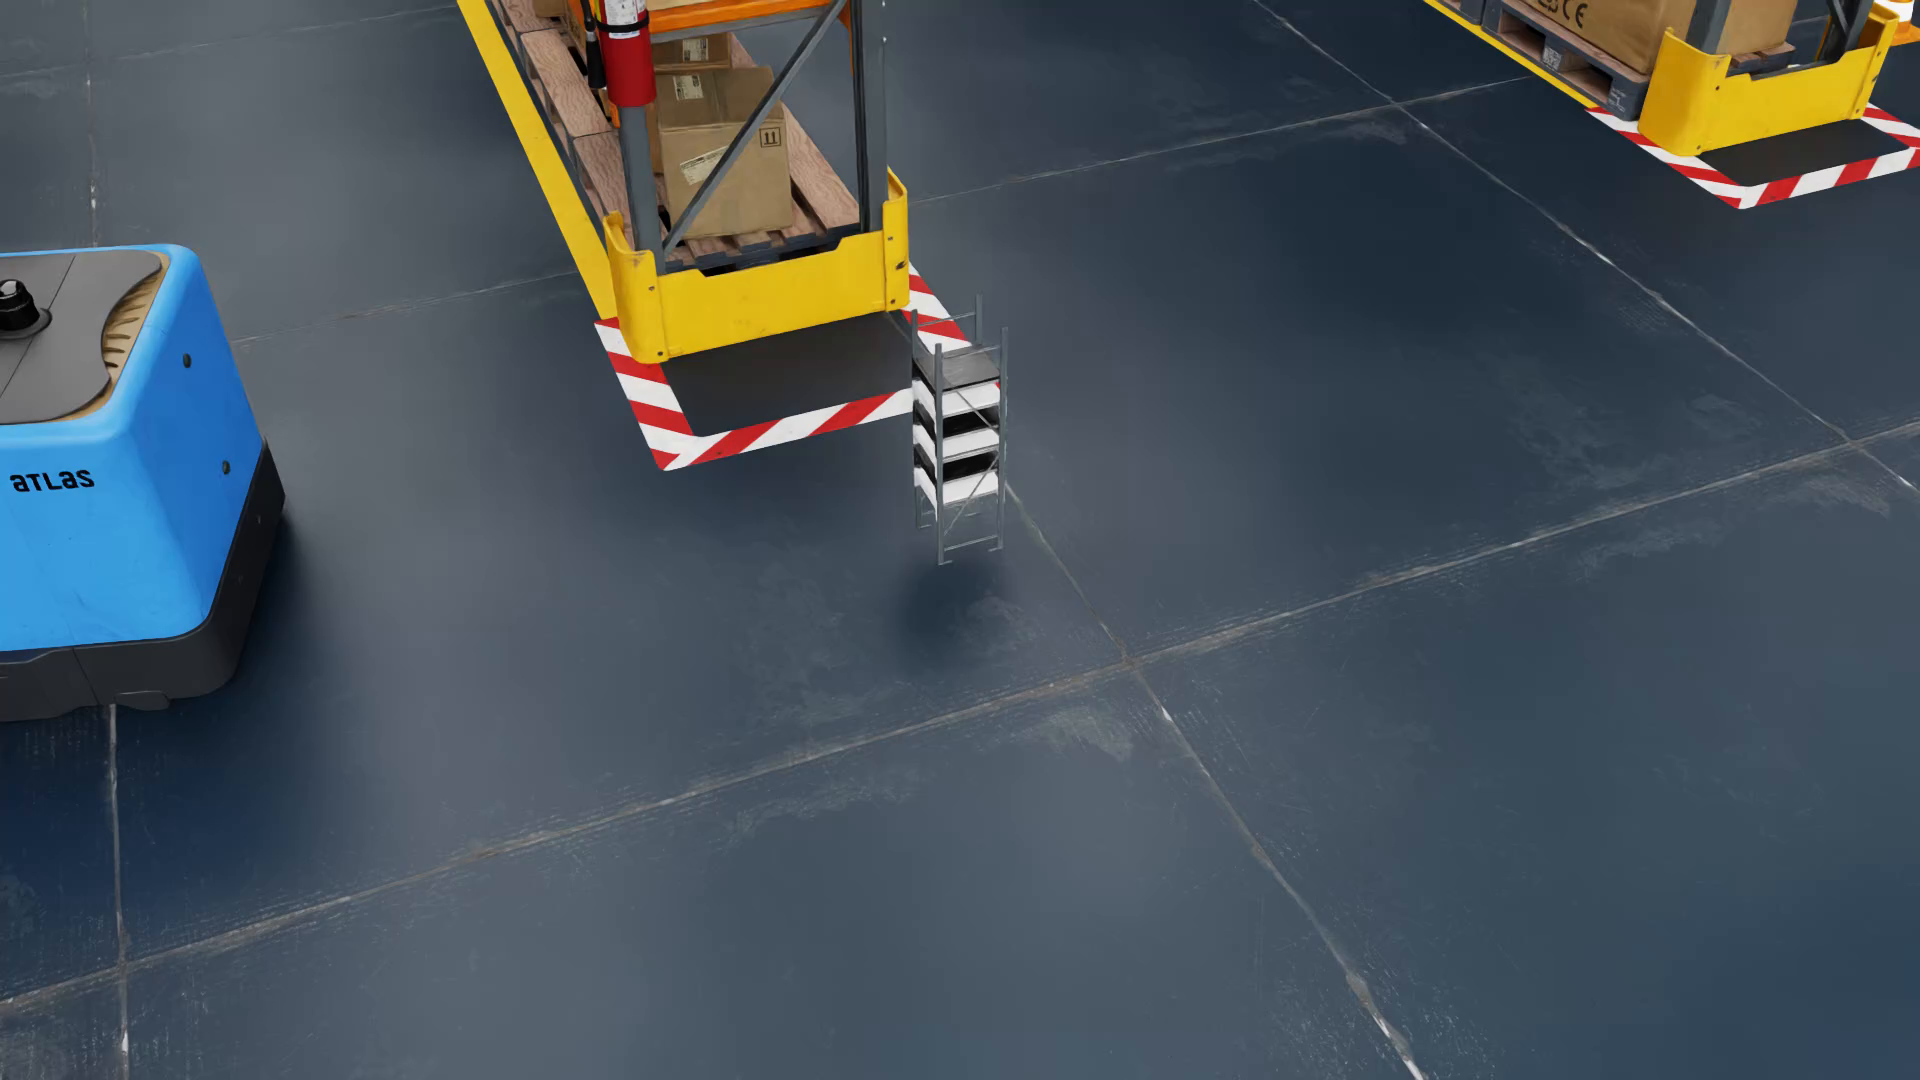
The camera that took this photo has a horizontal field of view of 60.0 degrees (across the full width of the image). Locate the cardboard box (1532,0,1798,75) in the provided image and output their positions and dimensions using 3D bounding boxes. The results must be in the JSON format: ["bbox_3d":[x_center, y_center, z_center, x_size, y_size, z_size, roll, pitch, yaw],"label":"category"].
[{"bbox_3d":[3.535,-2.943,8.179,0.875,0.875,0.875,-15,43,-17],"label":"cardboard box"}]

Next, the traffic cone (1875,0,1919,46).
[{"bbox_3d":[4.965,-2.909,8.778,0.336,0.463,0.334,-15,43,-17],"label":"traffic cone"}]

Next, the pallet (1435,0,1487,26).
[{"bbox_3d":[3.015,-3.336,9.467,1.003,0.211,1.213,-15,43,-17],"label":"pallet"}]

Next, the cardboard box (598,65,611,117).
[{"bbox_3d":[-1.471,-2.346,7.772,0.500,0.500,0.500,-11,42,-13],"label":"cardboard box"}]

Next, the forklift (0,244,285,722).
[{"bbox_3d":[-3.806,-0.803,4.436,3.031,2.935,1.130,-5,41,-5],"label":"forklift"}]

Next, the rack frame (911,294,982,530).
[{"bbox_3d":[-0.042,-0.407,5.534,0.240,0.900,0.006,-15,43,-17],"label":"rack frame"}]

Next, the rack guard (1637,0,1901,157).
[{"bbox_3d":[3.865,-2.235,7.966,1.175,0.500,0.348,-15,43,-17],"label":"rack guard"}]

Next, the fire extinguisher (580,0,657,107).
[{"bbox_3d":[-1.147,-1.807,5.611,0.296,0.674,0.183,-15,43,-17],"label":"fire extinguisher"}]

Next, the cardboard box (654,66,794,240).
[{"bbox_3d":[-0.989,-1.612,6.920,0.500,0.500,0.500,-8,41,-9],"label":"cardboard box"}]

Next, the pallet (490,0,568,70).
[{"bbox_3d":[-2.006,-2.977,9.050,1.003,0.211,1.213,-15,43,-17],"label":"pallet"}]

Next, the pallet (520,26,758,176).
[{"bbox_3d":[-1.535,-2.241,8.194,1.003,0.211,1.213,-15,43,-17],"label":"pallet"}]

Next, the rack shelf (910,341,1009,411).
[{"bbox_3d":[-0.003,-0.526,5.308,0.258,0.077,0.200,-15,43,-17],"label":"rack shelf"}]

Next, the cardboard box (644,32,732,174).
[{"bbox_3d":[-1.249,-1.964,7.328,0.500,0.500,0.500,-5,41,-6],"label":"cardboard box"}]

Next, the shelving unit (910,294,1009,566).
[{"bbox_3d":[-0.003,-0.346,5.462,0.258,0.900,0.210,-15,43,-17],"label":"shelving unit"}]

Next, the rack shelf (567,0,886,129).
[{"bbox_3d":[-1.530,-2.953,7.435,1.077,0.370,4.000,-15,43,-17],"label":"rack shelf"}]

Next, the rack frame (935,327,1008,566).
[{"bbox_3d":[0.036,-0.285,5.391,0.240,0.900,0.006,-15,43,-17],"label":"rack frame"}]

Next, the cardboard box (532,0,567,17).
[{"bbox_3d":[-1.953,-3.048,8.589,0.500,0.500,0.500,-3,41,-3],"label":"cardboard box"}]

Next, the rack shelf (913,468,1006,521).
[{"bbox_3d":[-0.003,-0.184,5.601,0.258,0.077,0.200,-15,43,-17],"label":"rack shelf"}]

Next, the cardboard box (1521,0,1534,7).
[{"bbox_3d":[3.197,-3.472,8.795,0.875,0.875,0.875,-16,43,-18],"label":"cardboard box"}]

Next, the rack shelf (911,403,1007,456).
[{"bbox_3d":[-0.003,-0.389,5.425,0.258,0.077,0.200,-15,43,-17],"label":"rack shelf"}]

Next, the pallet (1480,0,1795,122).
[{"bbox_3d":[3.478,-2.602,8.614,1.003,0.211,1.213,-15,43,-17],"label":"pallet"}]

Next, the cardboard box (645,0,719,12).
[{"bbox_3d":[-1.065,-2.046,6.021,0.380,0.149,0.250,-15,43,-17],"label":"cardboard box"}]

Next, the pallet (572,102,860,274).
[{"bbox_3d":[-1.072,-1.507,7.341,1.003,0.211,1.213,-15,43,-17],"label":"pallet"}]

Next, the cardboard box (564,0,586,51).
[{"bbox_3d":[-1.643,-2.693,8.176,0.500,0.500,0.500,-19,44,-21],"label":"cardboard box"}]

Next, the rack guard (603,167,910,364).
[{"bbox_3d":[-0.794,-1.119,6.667,1.175,0.500,0.348,-15,43,-17],"label":"rack guard"}]

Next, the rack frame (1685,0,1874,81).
[{"bbox_3d":[3.856,-3.197,7.167,1.000,3.000,0.127,-15,43,-17],"label":"rack frame"}]

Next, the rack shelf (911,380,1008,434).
[{"bbox_3d":[-0.003,-0.457,5.367,0.258,0.077,0.200,-15,43,-17],"label":"rack shelf"}]

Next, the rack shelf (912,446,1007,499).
[{"bbox_3d":[-0.003,-0.253,5.543,0.258,0.077,0.200,-15,43,-17],"label":"rack shelf"}]

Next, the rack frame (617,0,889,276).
[{"bbox_3d":[-0.765,-2.021,5.799,1.000,3.000,0.127,-15,43,-17],"label":"rack frame"}]

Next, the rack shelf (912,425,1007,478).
[{"bbox_3d":[-0.003,-0.321,5.484,0.258,0.077,0.200,-15,43,-17],"label":"rack shelf"}]
